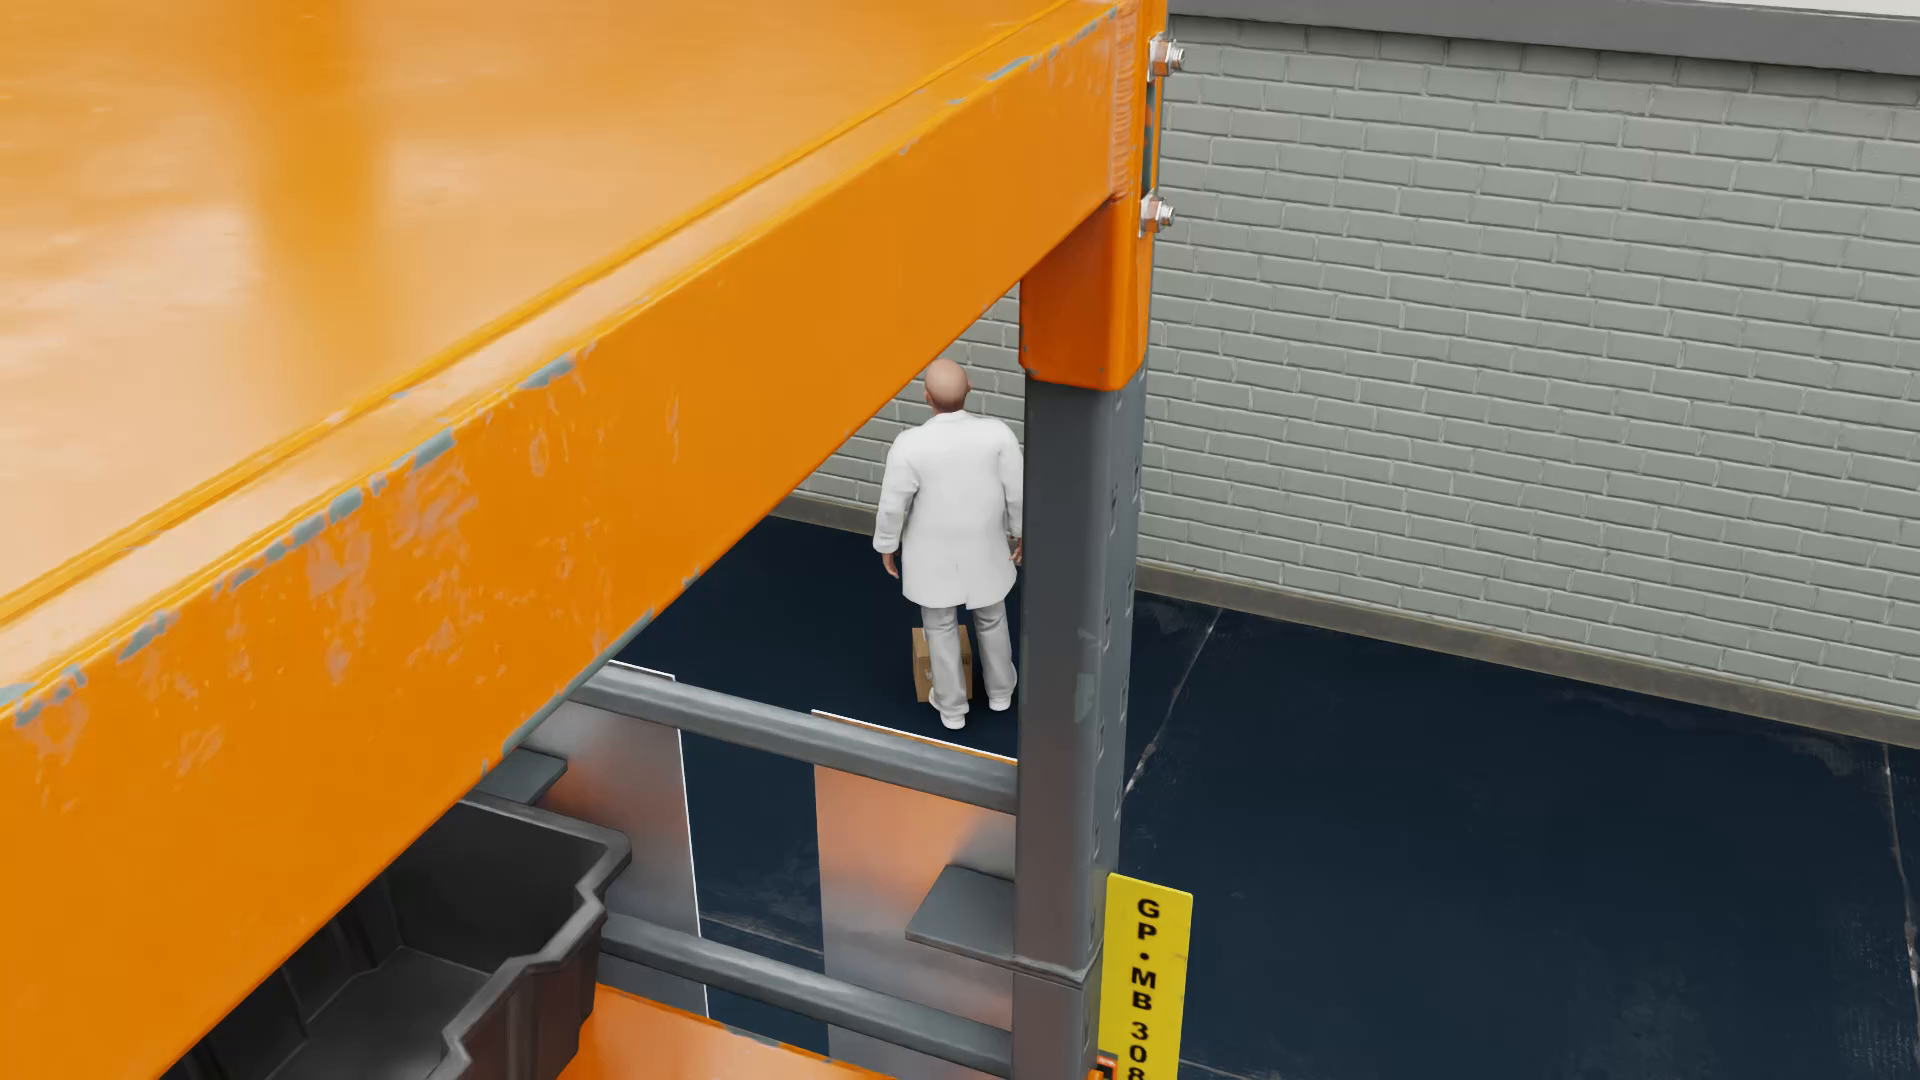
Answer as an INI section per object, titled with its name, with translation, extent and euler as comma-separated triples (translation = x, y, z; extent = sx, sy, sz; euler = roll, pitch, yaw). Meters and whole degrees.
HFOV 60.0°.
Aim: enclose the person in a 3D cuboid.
[person]
translation = -0.032, -0.014, 7.151
extent = 0.694, 1.775, 0.582
euler = -3, 29, -6
